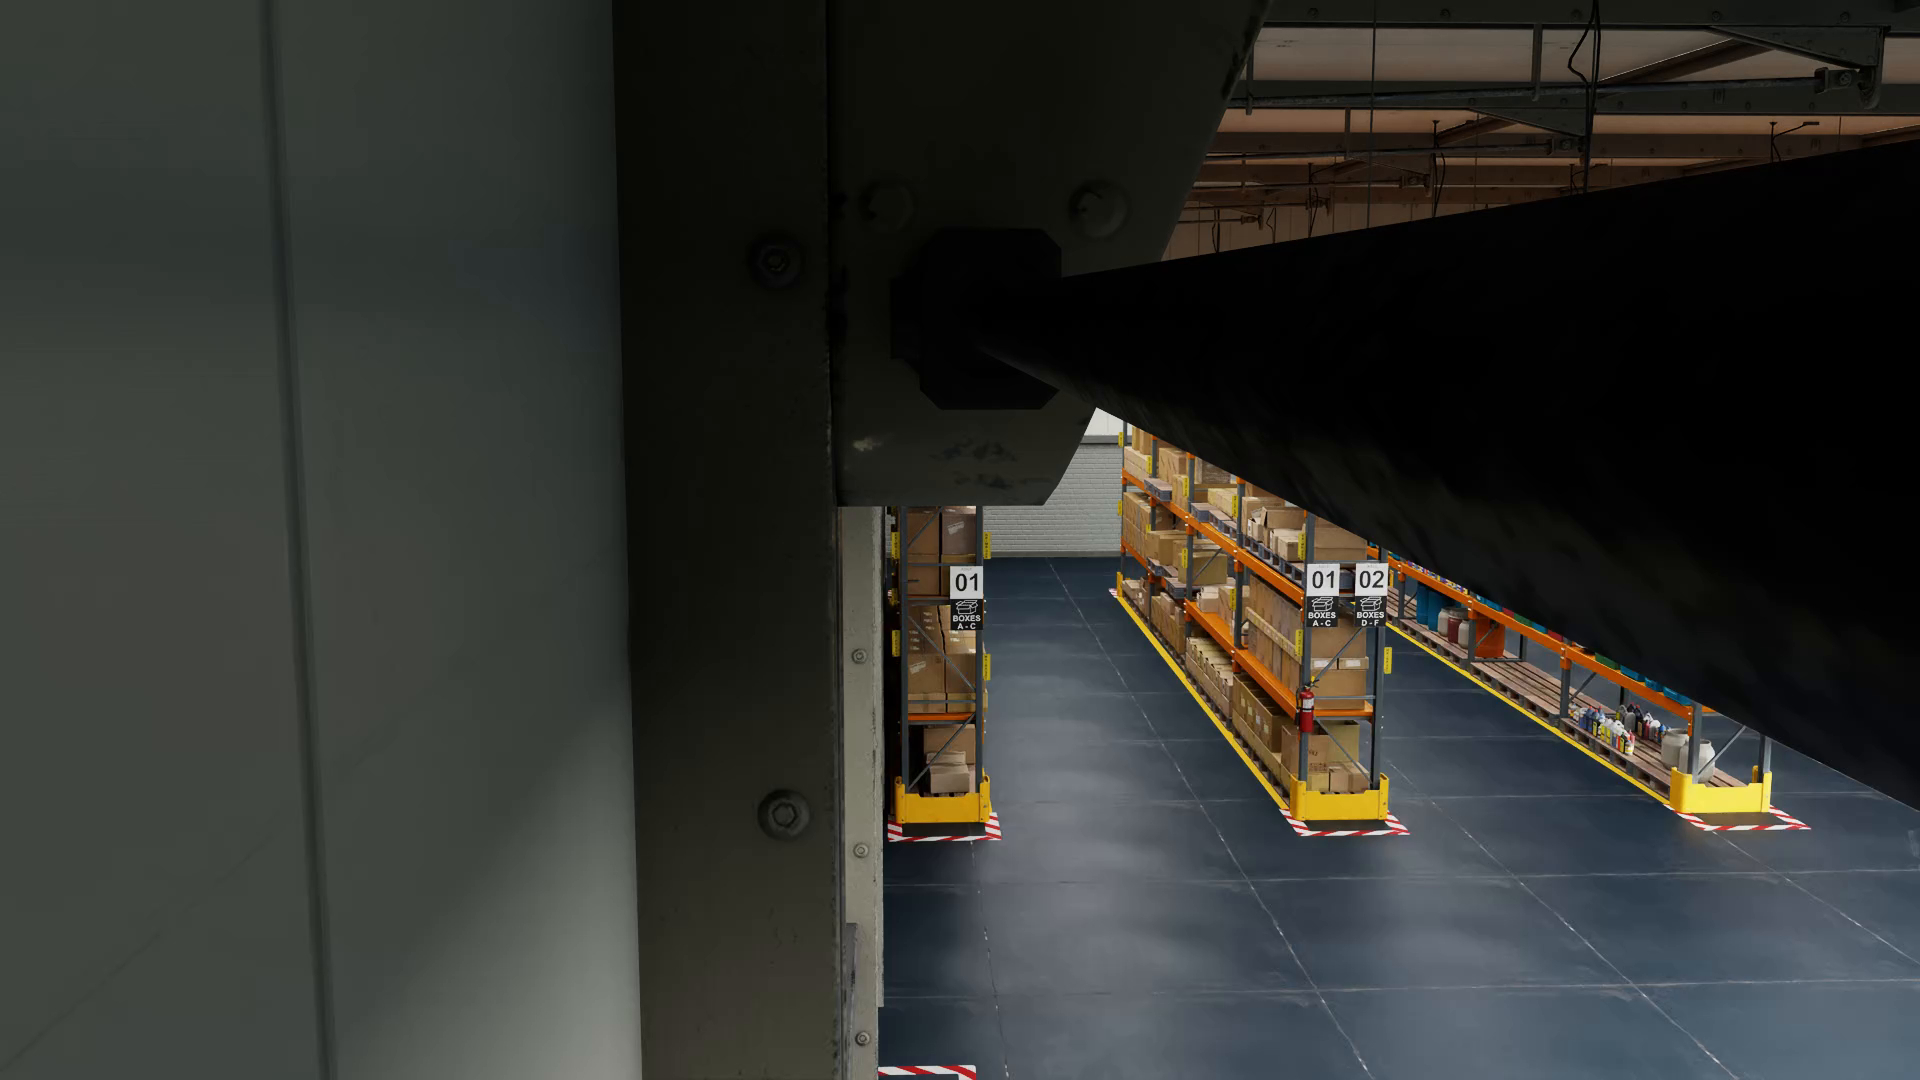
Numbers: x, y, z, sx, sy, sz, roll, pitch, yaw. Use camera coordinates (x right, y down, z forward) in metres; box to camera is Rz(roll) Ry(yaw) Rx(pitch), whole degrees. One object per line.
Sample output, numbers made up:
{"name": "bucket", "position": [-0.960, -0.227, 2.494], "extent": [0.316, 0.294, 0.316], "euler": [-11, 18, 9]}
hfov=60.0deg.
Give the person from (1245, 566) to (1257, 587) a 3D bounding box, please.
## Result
{"name": "person", "position": [6.139, 0.656, 34.755], "extent": [0.565, 1.620, 0.538], "euler": [-2, 8, -17]}
